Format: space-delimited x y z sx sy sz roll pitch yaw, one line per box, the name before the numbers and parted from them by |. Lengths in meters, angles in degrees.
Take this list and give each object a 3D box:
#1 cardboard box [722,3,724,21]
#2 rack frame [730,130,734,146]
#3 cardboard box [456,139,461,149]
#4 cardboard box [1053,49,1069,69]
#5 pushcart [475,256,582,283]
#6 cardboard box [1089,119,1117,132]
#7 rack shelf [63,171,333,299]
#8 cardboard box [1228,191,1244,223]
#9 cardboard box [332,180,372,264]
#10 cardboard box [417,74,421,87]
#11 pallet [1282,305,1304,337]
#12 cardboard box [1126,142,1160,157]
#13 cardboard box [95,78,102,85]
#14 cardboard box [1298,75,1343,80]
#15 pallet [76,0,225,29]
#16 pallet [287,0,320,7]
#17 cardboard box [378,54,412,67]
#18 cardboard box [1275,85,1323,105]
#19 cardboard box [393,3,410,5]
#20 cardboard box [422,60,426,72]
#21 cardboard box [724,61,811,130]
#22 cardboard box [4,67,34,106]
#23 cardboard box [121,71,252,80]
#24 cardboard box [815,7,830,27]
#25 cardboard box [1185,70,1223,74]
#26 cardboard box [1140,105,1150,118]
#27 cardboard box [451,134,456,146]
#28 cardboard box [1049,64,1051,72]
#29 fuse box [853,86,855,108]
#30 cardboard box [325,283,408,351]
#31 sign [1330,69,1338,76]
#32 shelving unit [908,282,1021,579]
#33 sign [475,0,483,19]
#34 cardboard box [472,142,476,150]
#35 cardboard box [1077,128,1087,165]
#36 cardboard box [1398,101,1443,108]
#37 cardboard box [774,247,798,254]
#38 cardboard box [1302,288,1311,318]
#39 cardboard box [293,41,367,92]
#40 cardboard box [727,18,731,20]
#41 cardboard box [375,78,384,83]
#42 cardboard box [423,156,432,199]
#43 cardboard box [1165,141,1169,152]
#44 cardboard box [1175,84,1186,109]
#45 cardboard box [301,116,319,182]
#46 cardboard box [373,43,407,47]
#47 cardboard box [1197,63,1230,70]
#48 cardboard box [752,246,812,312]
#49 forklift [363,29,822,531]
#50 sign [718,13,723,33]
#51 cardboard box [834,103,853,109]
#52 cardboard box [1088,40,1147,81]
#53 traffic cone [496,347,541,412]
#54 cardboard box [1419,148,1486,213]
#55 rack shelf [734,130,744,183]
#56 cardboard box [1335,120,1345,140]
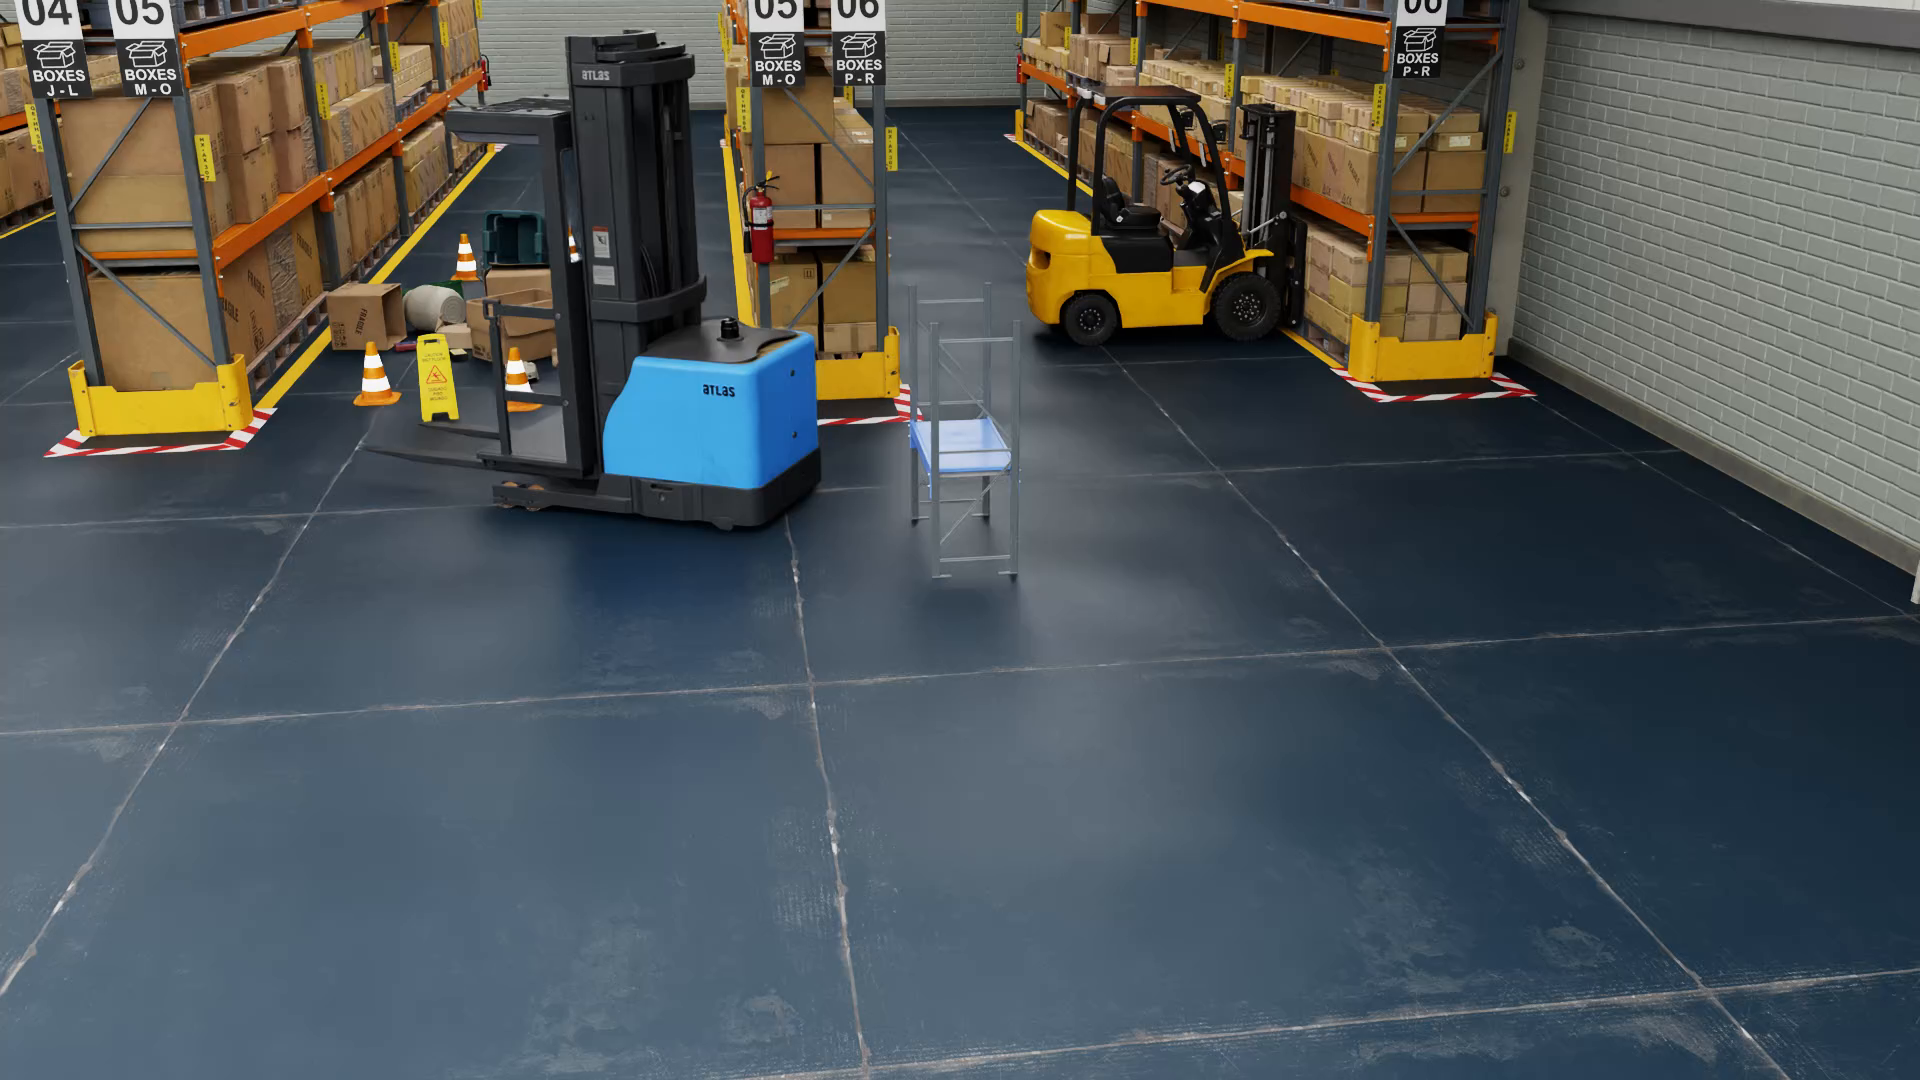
cardboard box | -3.584 -8.422 26.906 0.500 0.500 0.500 -3 21 -9
rack frame | -3.372 -8.087 27.582 1.000 3.000 0.127 -3 21 -8
cardboard box | -7.663 -5.915 24.816 0.380 0.149 0.250 -2 21 -5
cardboard box | 1.715 -7.360 25.423 0.500 0.250 0.500 -3 21 -8
pushcart | -3.891 -2.572 16.562 1.648 0.377 0.936 -11 23 -26
cardboard box | 2.070 -5.966 23.947 0.380 0.149 0.250 -4 21 -11
rack shelf | -6.237 -2.618 13.967 1.077 0.370 4.000 -3 21 -8
cardboard box | 3.029 -3.378 16.873 0.500 0.250 0.500 -3 21 -9
cardboard box | -6.839 -3.335 17.474 1.050 0.750 0.750 -3 21 -8
cardboard box | -7.272 -6.010 21.779 0.380 0.149 0.250 -4 21 -10
pallet | 3.522 -2.177 15.743 1.003 0.211 1.213 -3 21 -8
cardboard box | 2.371 -5.057 21.513 0.380 0.149 0.250 -4 21 -10
cardboard box | -12.431 -6.477 23.630 0.380 0.149 0.250 -3 21 -9
cardboard box | 3.615 -4.579 16.693 0.380 0.149 0.250 -3 21 -8
pallet | -6.066 -3.883 12.164 1.003 0.211 1.213 -3 21 -8
pallet | -6.706 -5.278 16.047 0.805 0.209 1.217 -4 21 -10
cardboard box | -7.200 -6.102 21.174 0.380 0.149 0.250 -3 21 -9
cardboard box | 3.194 -4.192 15.658 0.380 0.149 0.250 -3 21 -9
cardboard box | -8.094 -7.400 23.745 0.500 0.500 0.500 -4 21 -9
cardboard box | -7.354 -6.331 22.213 0.380 0.149 0.250 -2 21 -5
cardboard box | -1.596 -3.715 13.878 0.700 0.500 0.500 -3 21 -8
cardboard box | -12.117 -5.749 21.178 0.500 0.500 0.500 -3 21 -8
cardboard box | -6.286 -3.533 13.630 0.875 0.550 0.500 -3 21 -8
cardboard box | -0.918 -4.053 12.851 0.380 0.149 0.250 -4 21 -9
cardboard box | 2.777 -5.263 18.950 0.380 0.149 0.250 -3 21 -8
cardboard box | 2.515 -5.333 20.421 0.500 0.250 0.500 -3 21 -8
cardboard box | -7.504 -5.785 24.043 0.380 0.149 0.250 -2 21 -5
cardboard box | 1.616 -7.469 26.286 0.380 0.149 0.250 -3 21 -8
fuse box | -2.108 -9.490 33.179 0.539 1.711 0.414 -3 21 -8
cardboard box | -5.286 -1.992 14.832 0.500 0.500 0.500 1 20 2
sign | 3.819 -4.655 17.042 0.100 0.325 0.005 -3 21 -8
shelving unit | 0.012 -0.673 9.875 0.538 1.500 1.048 -3 21 -8
sign | -7.703 -8.514 26.618 0.100 0.325 0.005 -3 21 -8
cardboard box | -7.736 -6.142 25.849 0.380 0.149 0.250 -4 21 -10
cardboard box | 1.963 -5.801 24.432 0.500 0.500 0.500 -2 21 -5
cardboard box | 3.932 -3.686 14.302 0.380 0.149 0.250 -3 21 -7
cardboard box | -1.558 -2.499 13.951 0.380 0.149 0.250 -2 21 -6
cardboard box | 3.340 -2.201 15.151 0.500 0.250 0.500 -3 21 -7
cardboard box | -6.973 -5.217 18.325 0.700 0.500 0.500 -3 21 -9
cardboard box | -2.915 -6.876 22.767 0.500 0.500 0.500 -3 21 -8
cardboard box | -6.973 -5.428 19.797 0.380 0.149 0.250 -2 21 -5
cardboard box | -7.106 -4.667 21.398 0.500 0.500 0.500 -3 21 -9
cardboard box | 2.914 -5.188 21.865 0.380 0.149 0.250 -2 21 -6
cardboard box | 2.742 -5.036 18.912 0.500 0.250 0.500 -3 21 -7
cardboard box | -6.460 -3.591 15.329 0.875 0.550 0.550 -3 21 -8
cardboard box | -8.028 -6.757 23.452 0.500 0.500 0.500 -3 21 -8
cardboard box | 3.065 -5.639 19.958 0.380 0.149 0.250 -3 21 -8
cardboard box | -1.517 -2.252 14.217 0.500 0.500 0.500 -2 21 -6
forklift | -2.497 -1.723 10.640 3.031 2.935 1.130 7 22 18
sign | -3.922 -8.504 27.347 0.100 0.325 0.005 -3 21 -8
cardboard box | -1.251 -3.799 15.533 0.500 0.500 0.500 -2 21 -6
cardboard box | 2.153 -6.568 22.770 0.700 0.500 0.500 -3 21 -8
traffic cone | -3.453 -1.269 12.953 0.336 0.463 0.334 -3 21 -8
cardboard box | 4.050 -3.031 13.902 0.500 0.500 0.500 -2 21 -6
rack shelf | -1.930 -4.288 18.437 1.077 0.370 4.000 -3 21 -8
cardboard box | 3.451 -3.522 14.289 0.380 0.149 0.250 -3 21 -8
